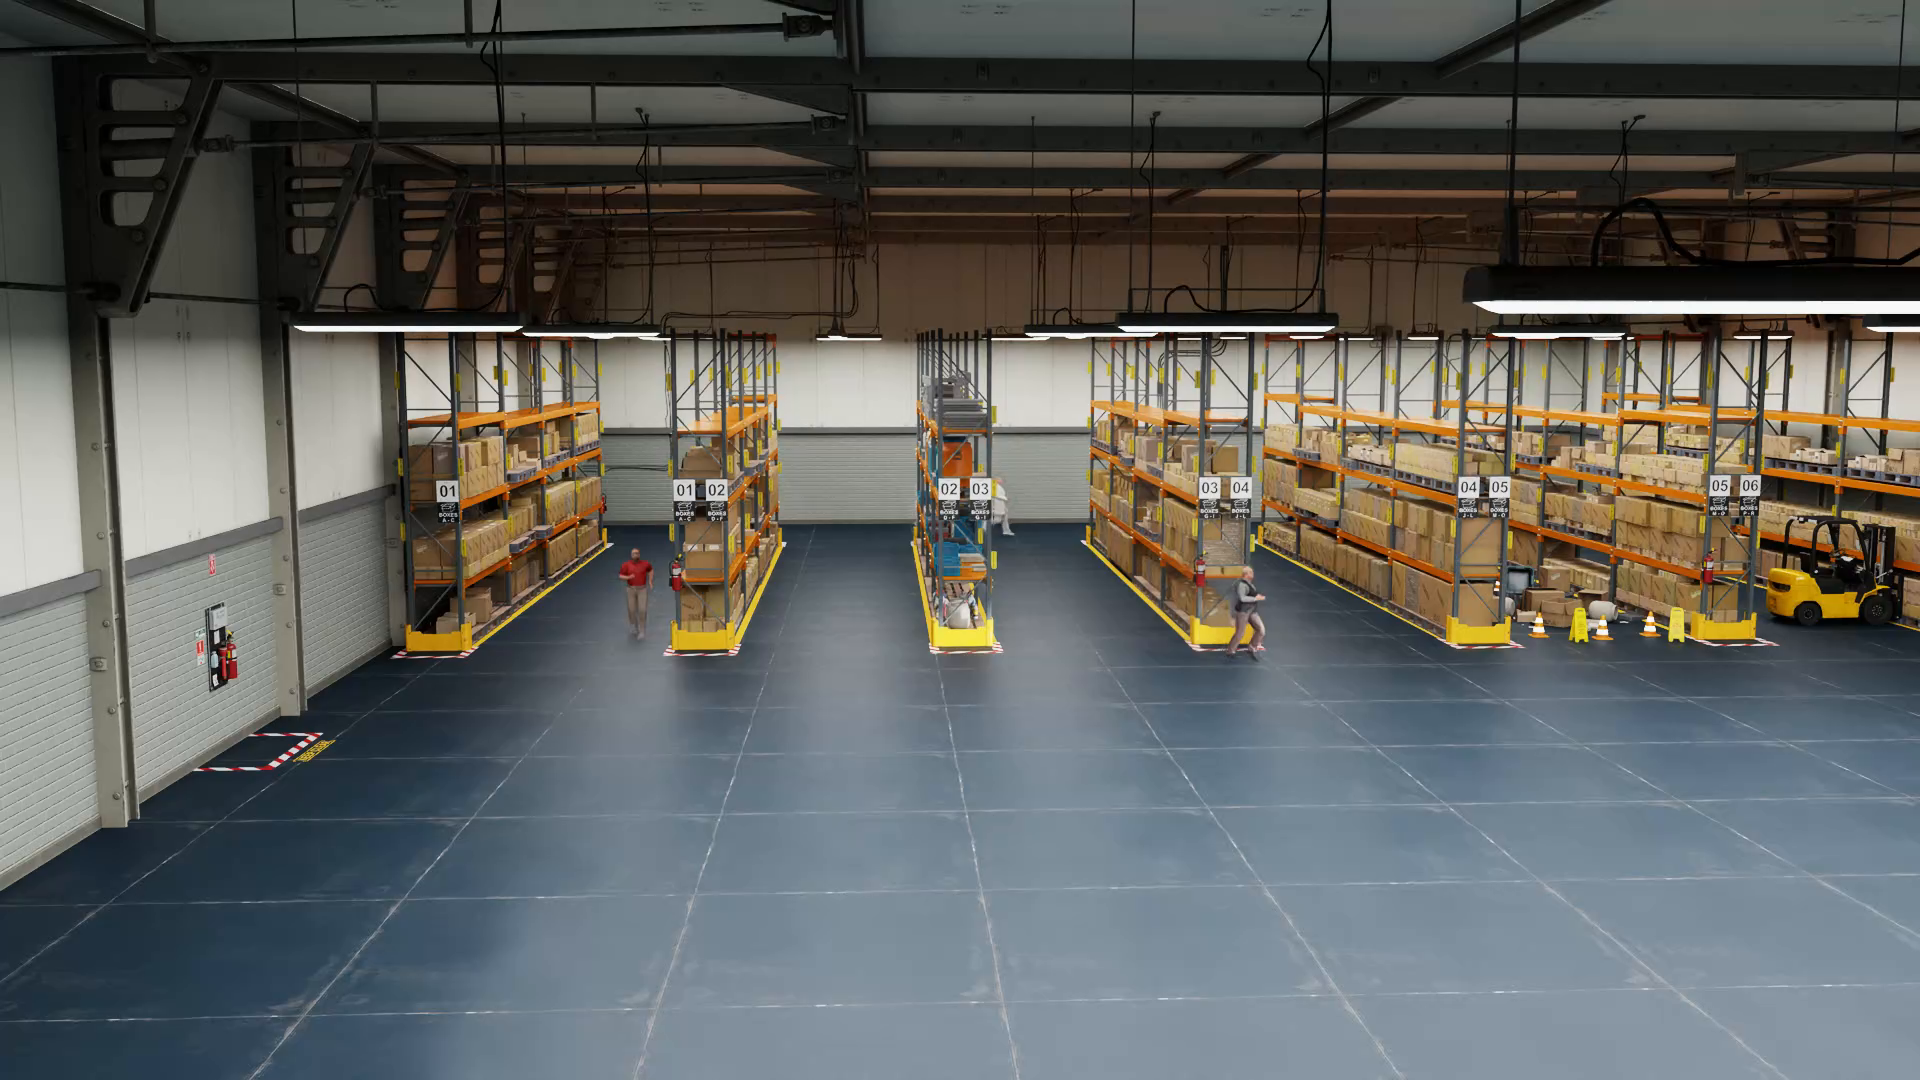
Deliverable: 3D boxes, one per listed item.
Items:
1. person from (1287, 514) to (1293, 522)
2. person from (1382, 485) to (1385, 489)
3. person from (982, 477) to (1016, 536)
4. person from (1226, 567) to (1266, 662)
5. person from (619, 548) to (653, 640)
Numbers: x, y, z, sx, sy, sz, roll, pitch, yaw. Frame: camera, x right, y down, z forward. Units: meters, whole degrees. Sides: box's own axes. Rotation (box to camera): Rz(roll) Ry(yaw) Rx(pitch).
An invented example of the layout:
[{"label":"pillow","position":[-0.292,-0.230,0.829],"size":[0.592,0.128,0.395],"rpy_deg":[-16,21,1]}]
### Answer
[{"label":"person","position":[9.793,-0.825,48.903],"size":[0.715,1.636,0.639],"rpy_deg":[5,9,38]},{"label":"person","position":[12.756,-0.974,50.375],"size":[0.548,1.557,0.538],"rpy_deg":[-3,8,-27]},{"label":"person","position":[1.154,-0.996,49.513],"size":[1.008,1.767,0.709],"rpy_deg":[0,7,-1]},{"label":"person","position":[5.191,1.379,30.010],"size":[0.744,1.665,0.657],"rpy_deg":[5,9,38]},{"label":"person","position":[-6.320,1.022,32.491],"size":[0.657,1.733,0.968],"rpy_deg":[-1,7,-9]}]
